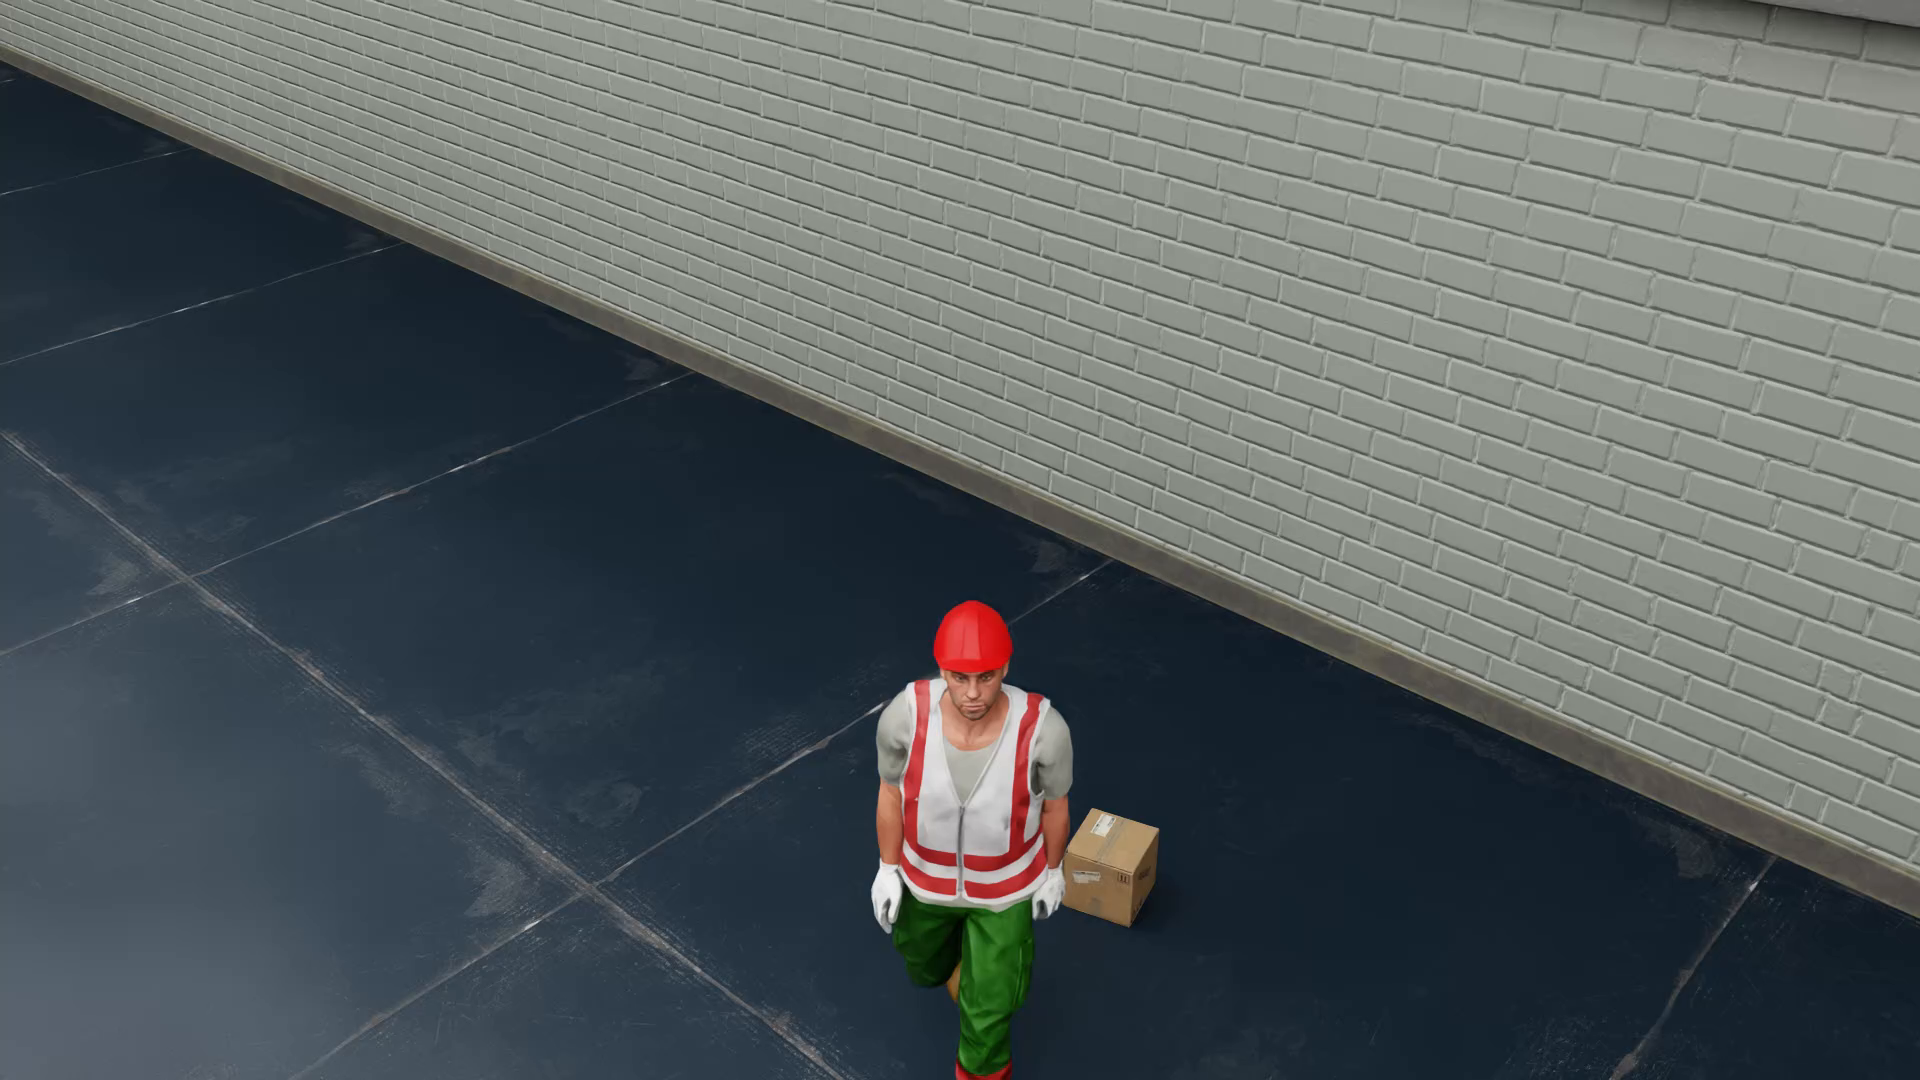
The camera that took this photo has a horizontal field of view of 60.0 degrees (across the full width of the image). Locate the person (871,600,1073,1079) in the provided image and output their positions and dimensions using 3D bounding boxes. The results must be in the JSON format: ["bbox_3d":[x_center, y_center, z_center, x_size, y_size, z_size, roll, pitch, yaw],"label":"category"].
[{"bbox_3d":[0.036,0.894,4.619,0.535,1.762,0.929,6,32,10],"label":"person"}]
